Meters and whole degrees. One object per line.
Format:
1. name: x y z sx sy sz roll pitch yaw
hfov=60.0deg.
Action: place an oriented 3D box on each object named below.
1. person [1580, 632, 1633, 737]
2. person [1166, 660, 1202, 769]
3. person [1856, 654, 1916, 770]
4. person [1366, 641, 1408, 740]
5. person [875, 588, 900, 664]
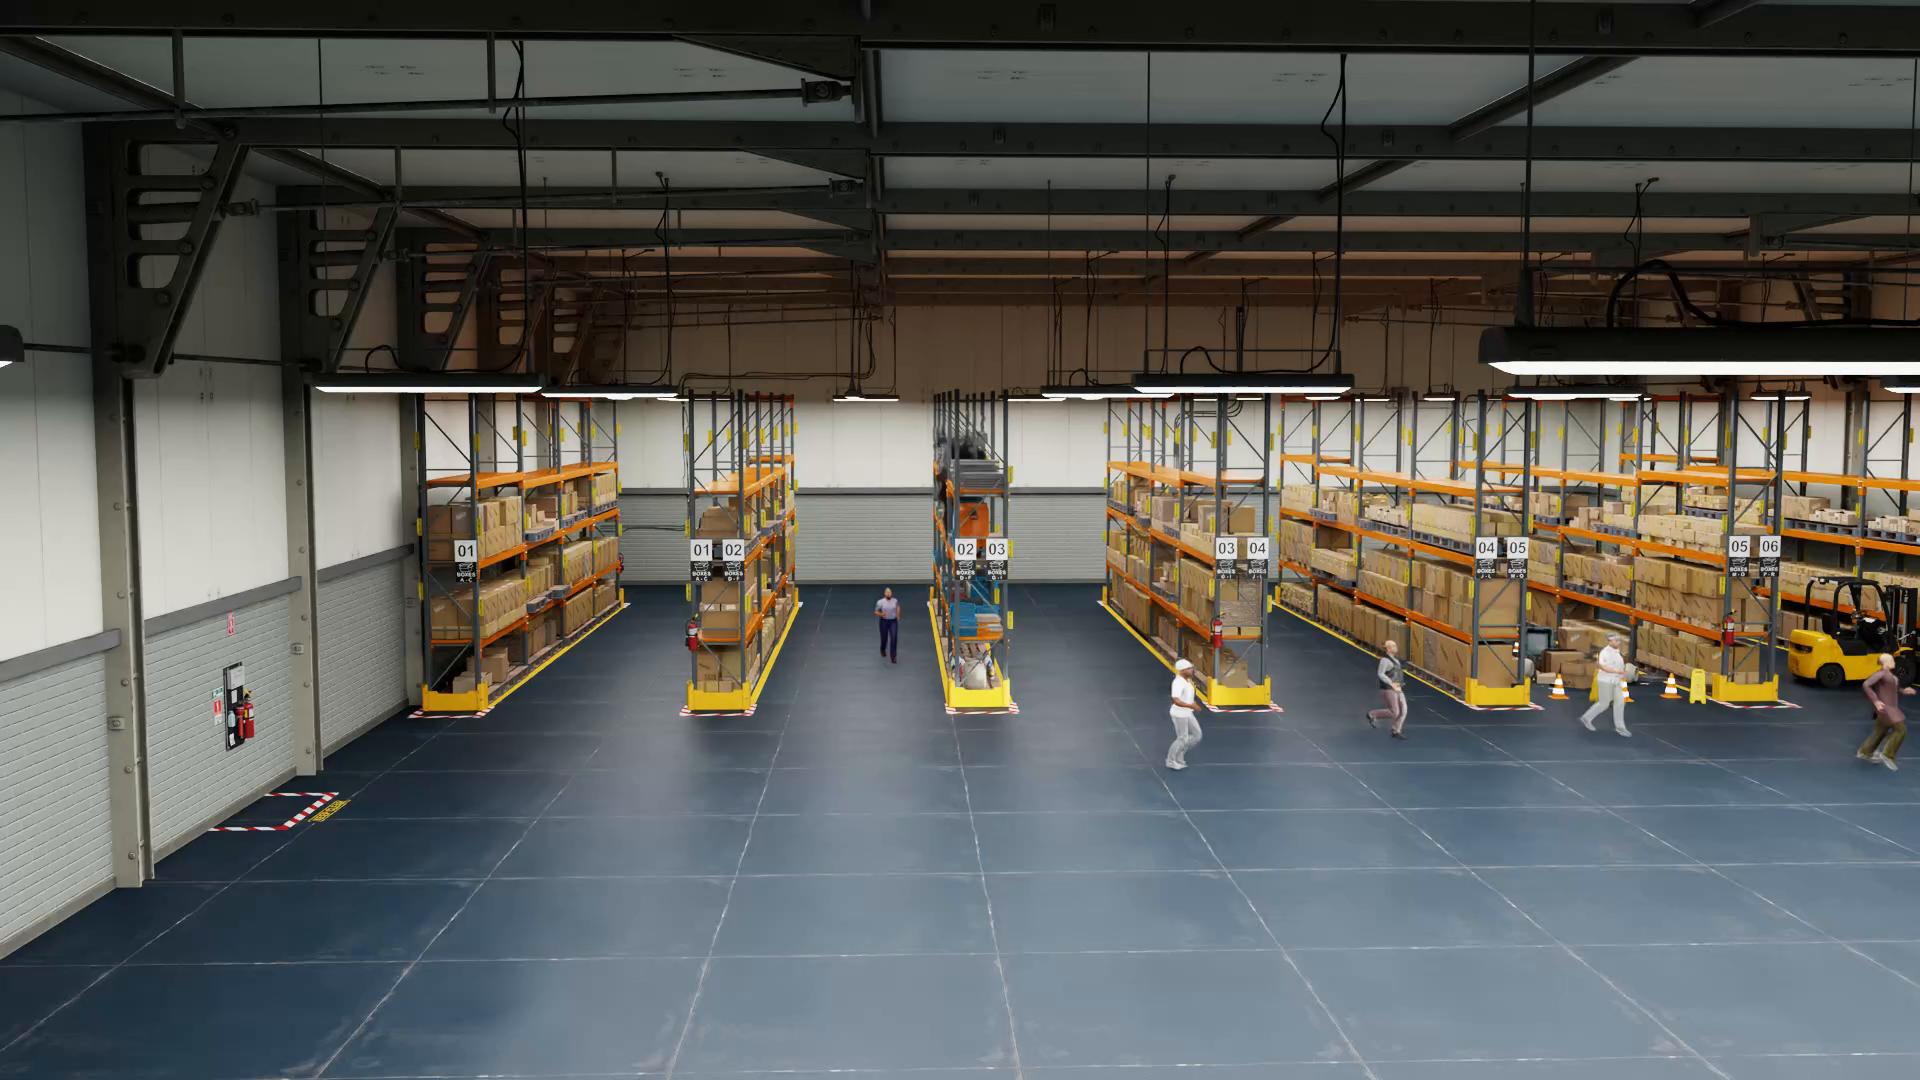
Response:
1. person: 11.270 2.483 28.898 0.683 1.817 0.870 -4 6 -44
2. person: 3.517 2.730 25.981 0.624 1.737 0.696 2 5 24
3. person: 14.592 2.708 26.200 0.806 1.830 0.657 3 6 36
4. person: 7.370 2.566 28.573 0.712 1.696 0.668 3 6 36
5. person: -1.591 1.879 36.914 0.606 1.646 0.925 -1 5 -13
